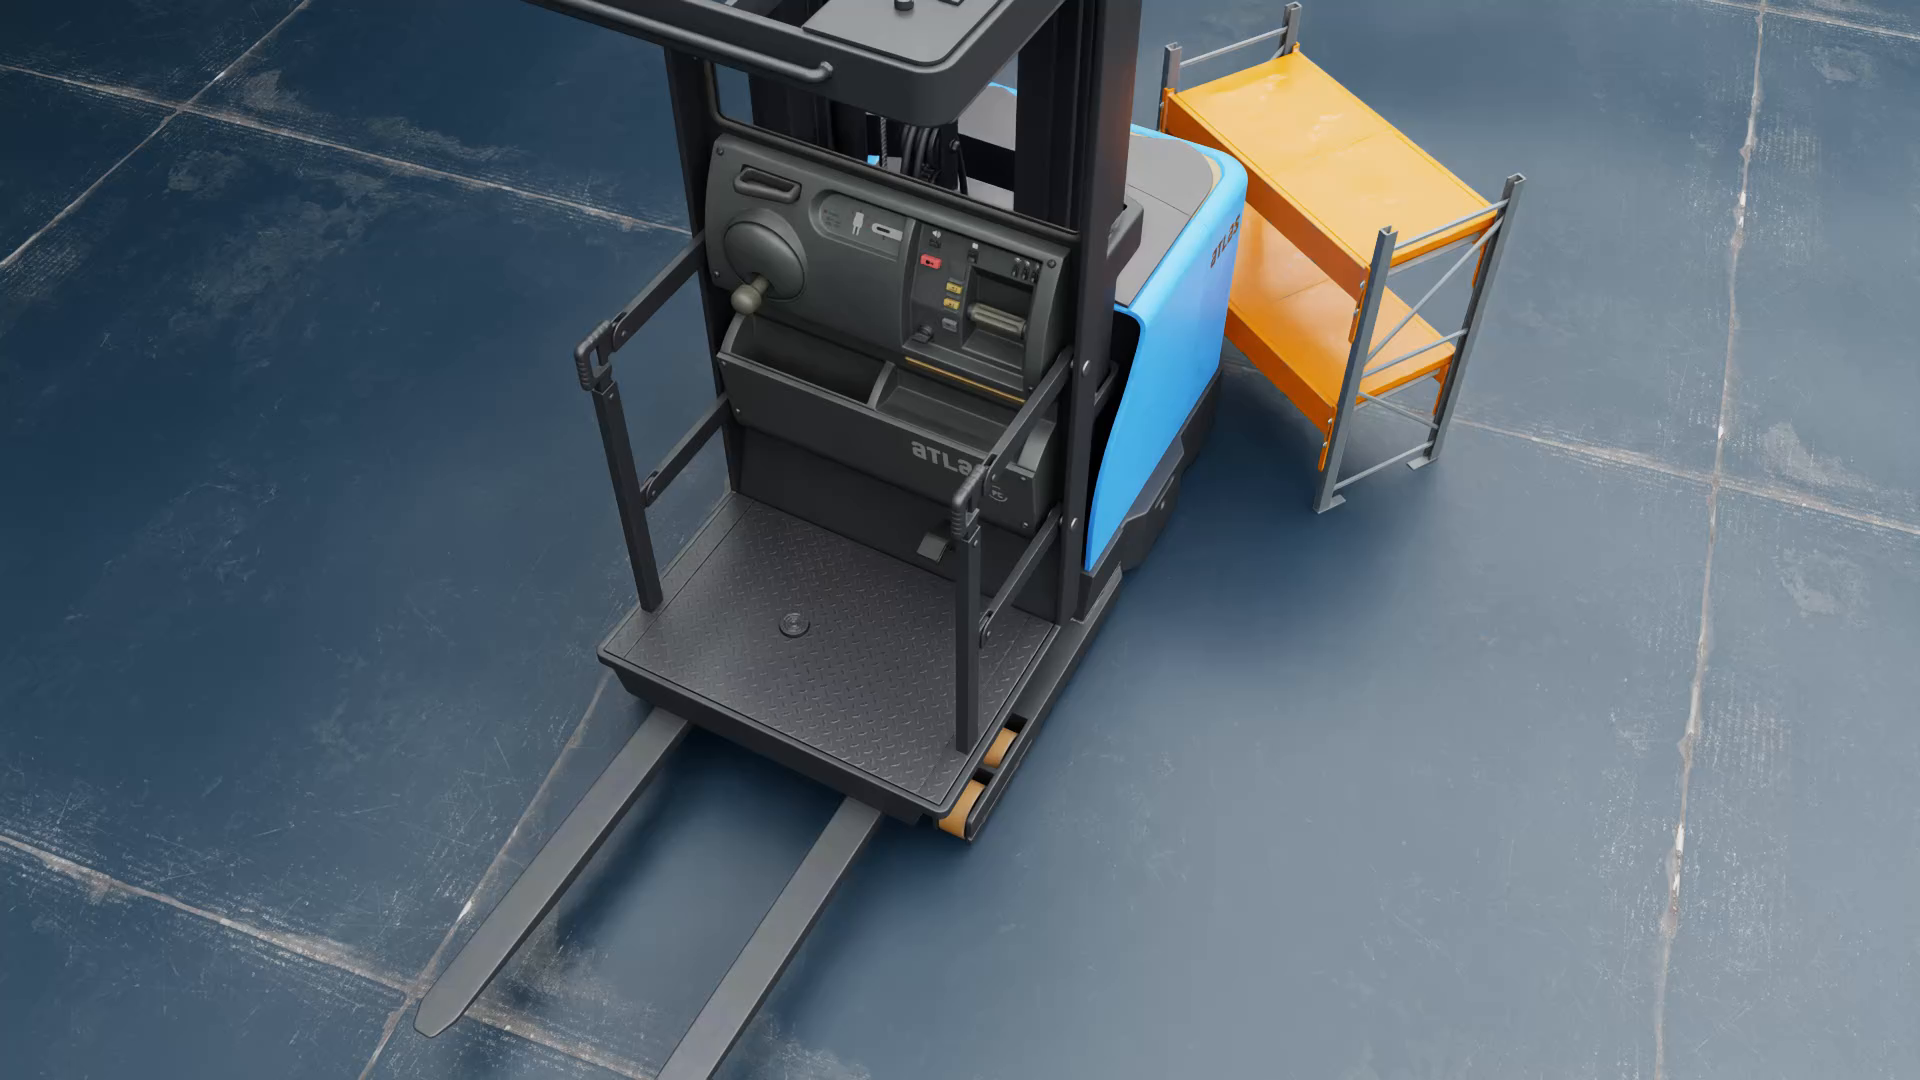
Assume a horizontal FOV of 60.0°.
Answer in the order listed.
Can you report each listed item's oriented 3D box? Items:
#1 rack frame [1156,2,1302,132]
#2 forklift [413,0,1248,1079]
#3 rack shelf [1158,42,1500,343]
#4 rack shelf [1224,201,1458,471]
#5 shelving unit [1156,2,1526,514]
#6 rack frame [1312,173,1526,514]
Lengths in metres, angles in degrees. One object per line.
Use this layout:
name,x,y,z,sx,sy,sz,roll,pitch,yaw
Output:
rack frame,0.849,-1.221,5.564,0.500,1.125,0.032,-23,53,-19
forklift,-0.294,-0.545,3.783,1.130,2.935,3.031,22,53,18
rack shelf,1.102,-1.079,5.054,0.538,0.278,1.000,-23,53,-19
rack shelf,1.102,-0.727,5.460,0.538,0.278,1.000,-23,53,-19
shelving unit,1.102,-0.888,5.275,0.538,1.125,1.048,-23,53,-19
rack frame,1.355,-0.554,4.986,0.500,1.125,0.032,-23,53,-19
